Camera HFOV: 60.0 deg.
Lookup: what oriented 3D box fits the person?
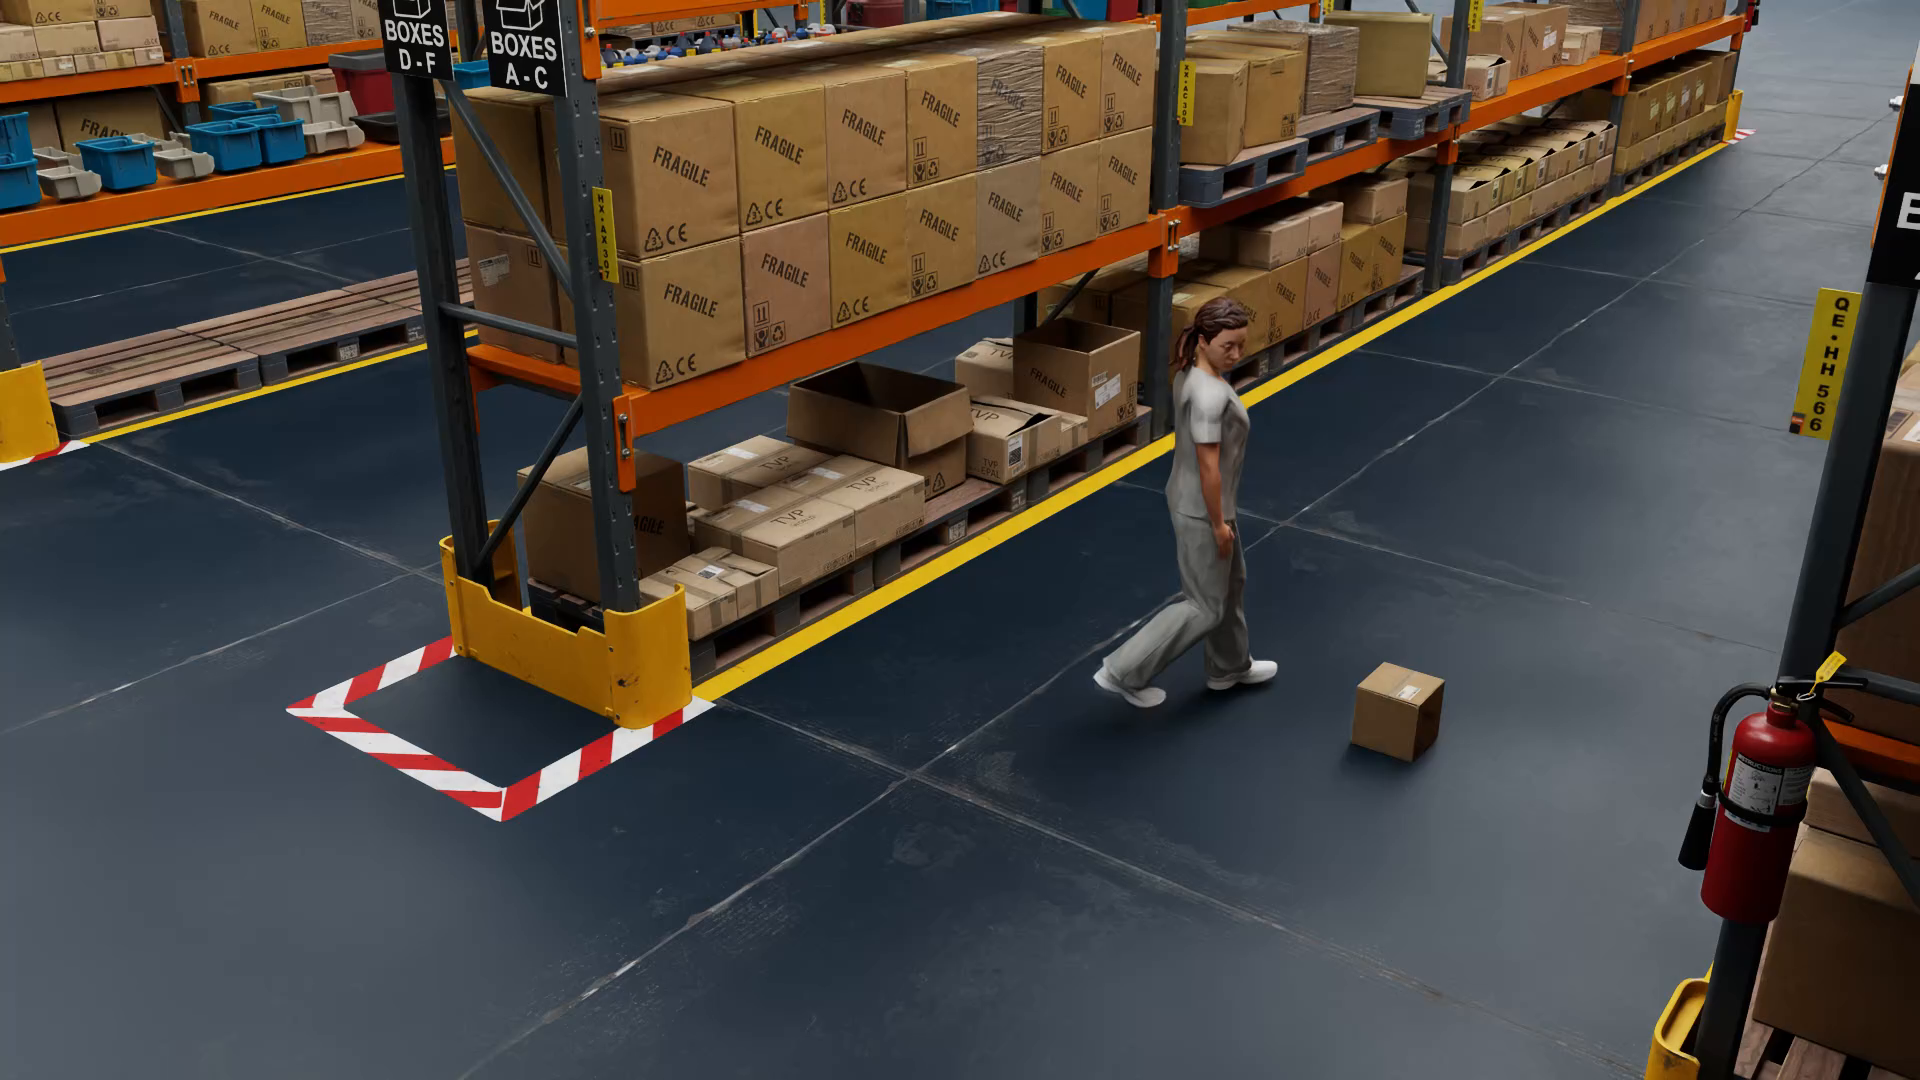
[{"bbox_3d":[0.910,-0.118,6.353,0.804,1.655,0.470,-1,24,-3],"label":"person"}]
